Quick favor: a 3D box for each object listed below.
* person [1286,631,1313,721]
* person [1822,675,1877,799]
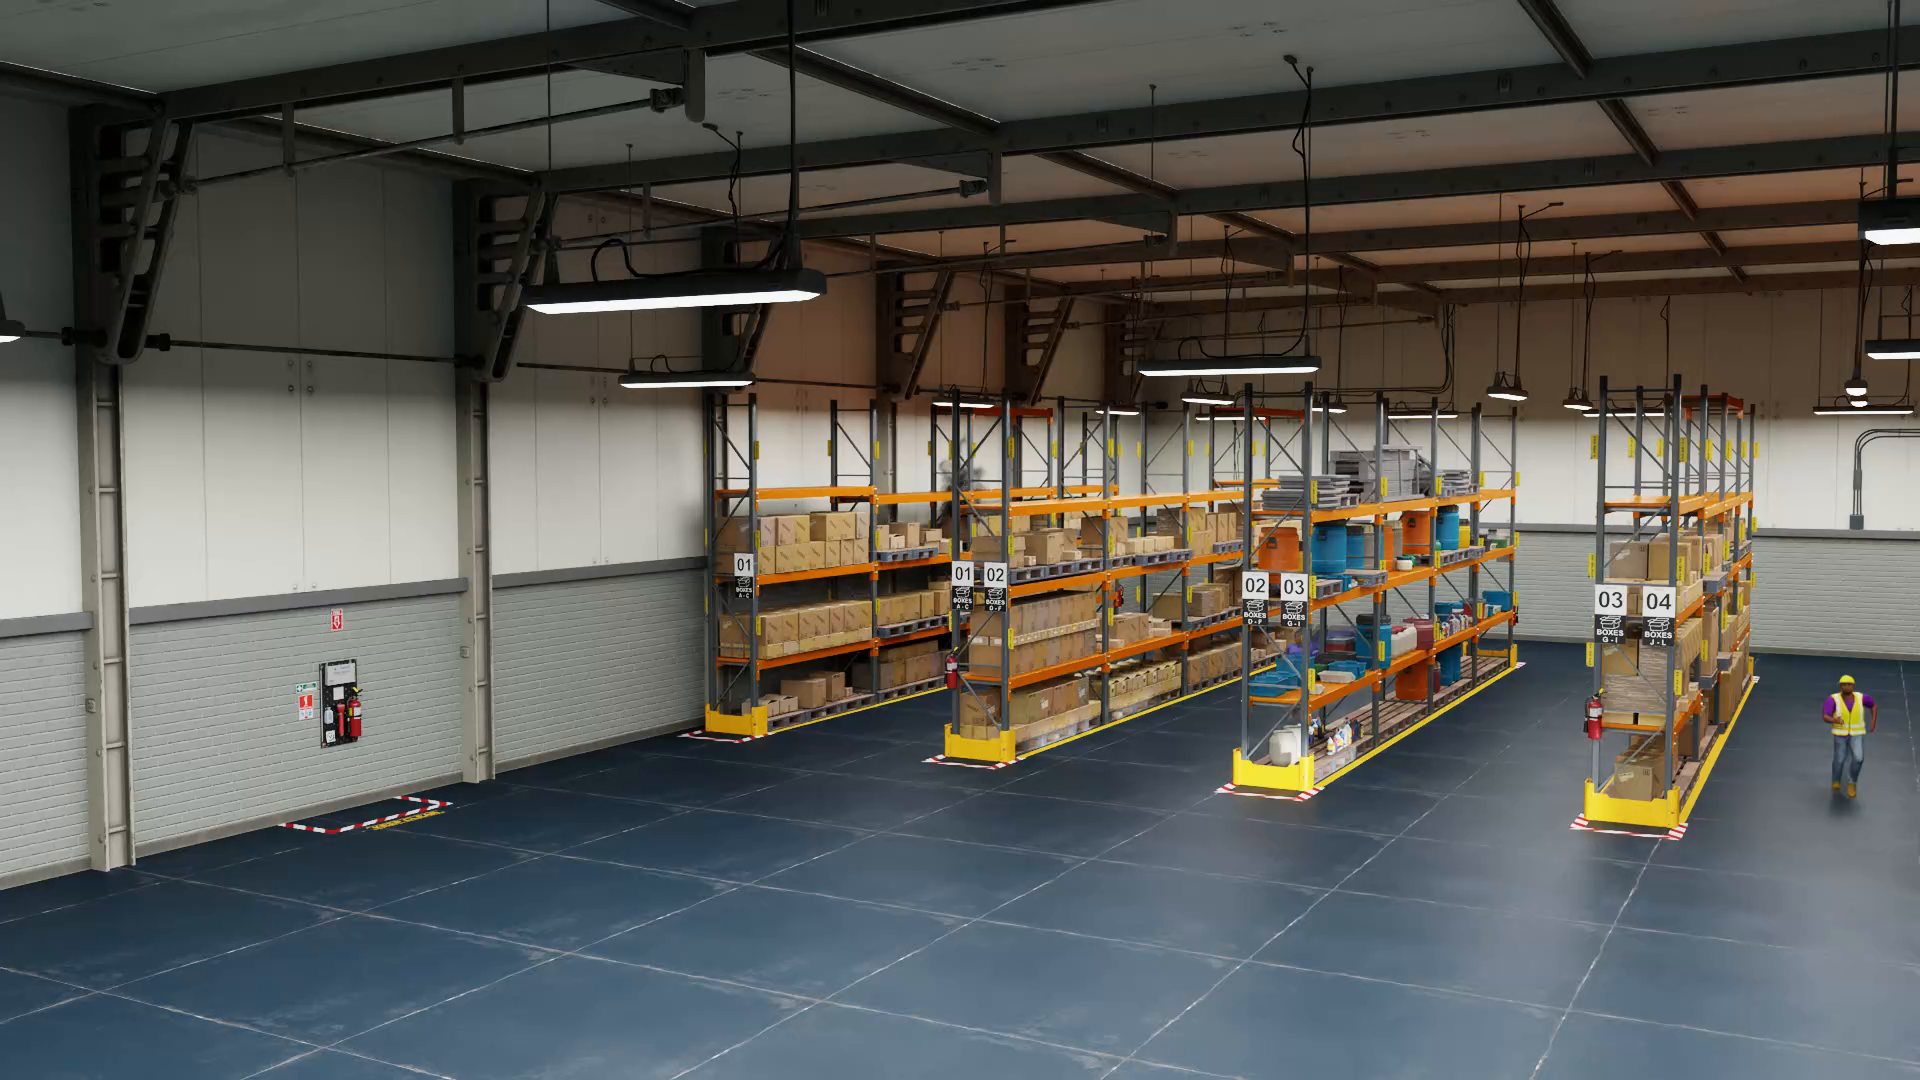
[{"bbox_3d":[6.264,2.500,30.819,0.583,1.633,0.904,1,3,26],"label":"person"},{"bbox_3d":[12.826,2.823,23.983,0.715,1.765,0.866,1,3,24],"label":"person"}]
